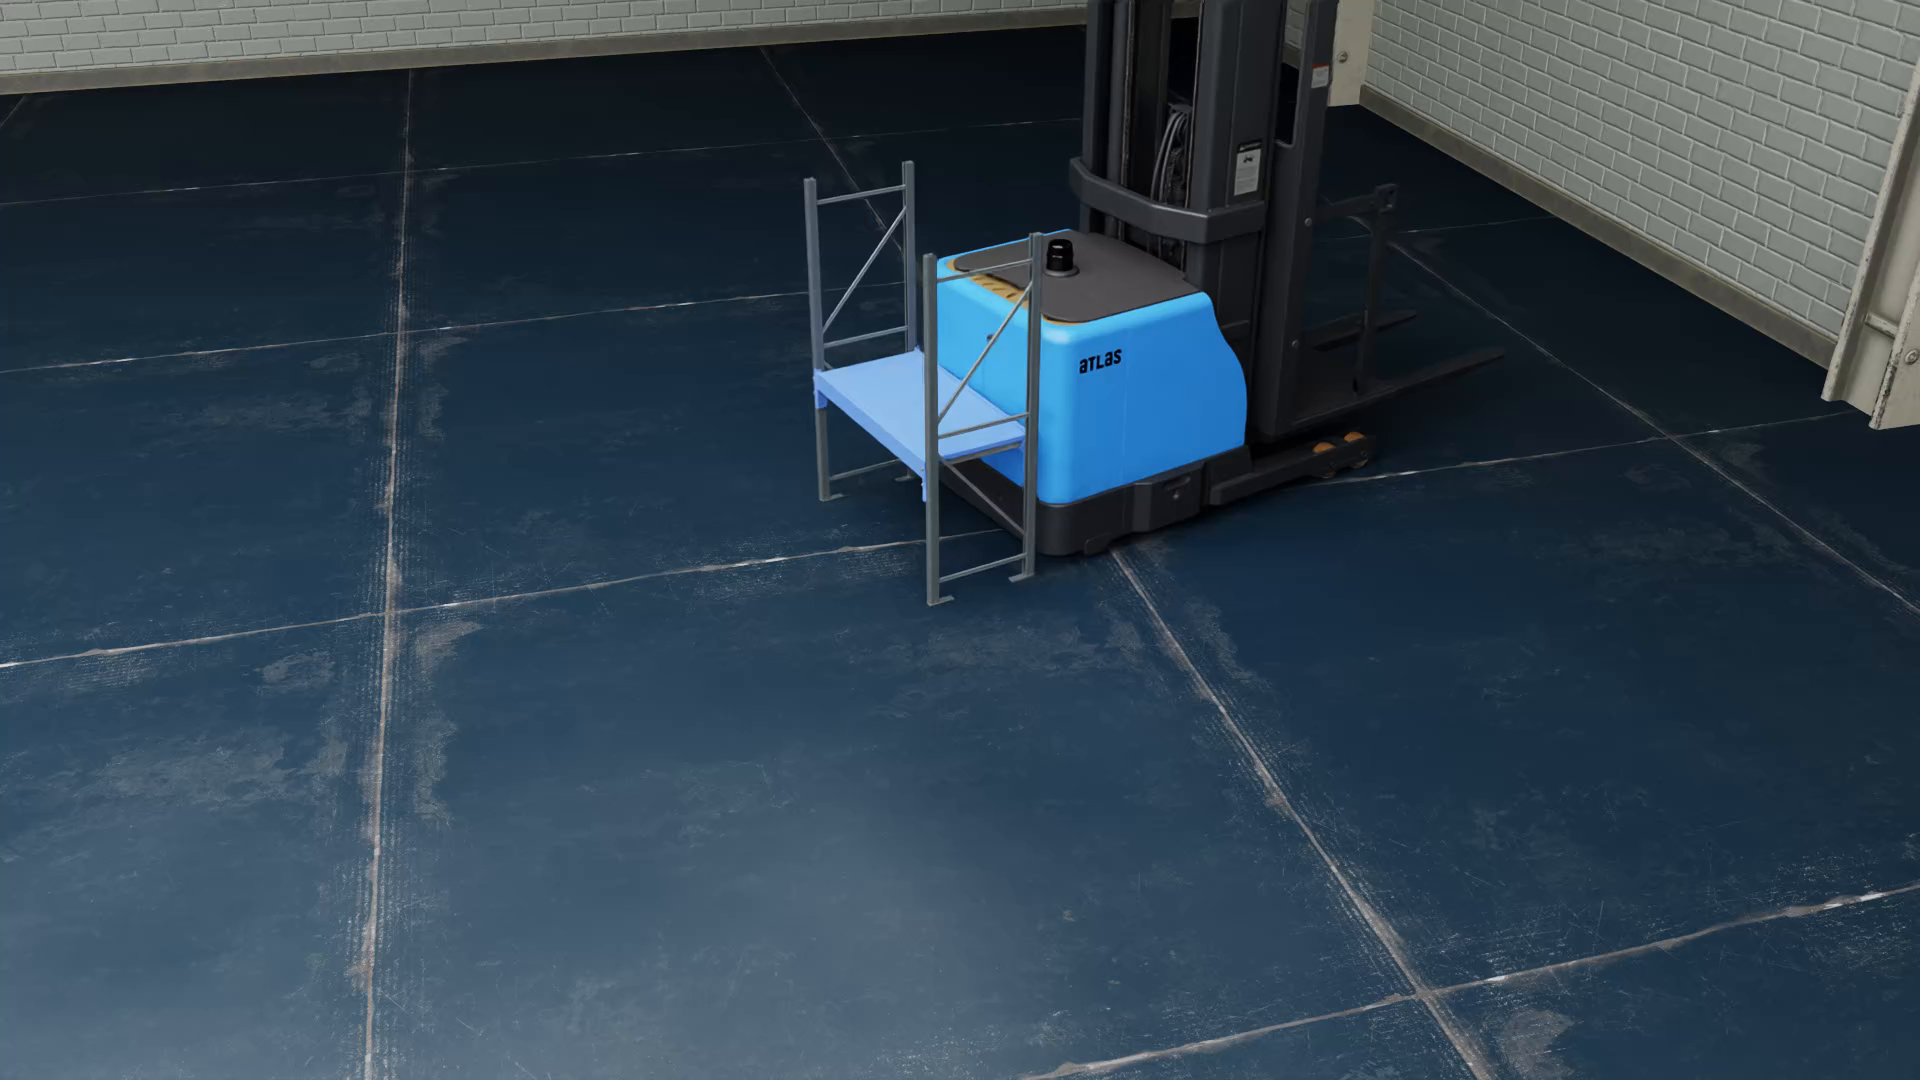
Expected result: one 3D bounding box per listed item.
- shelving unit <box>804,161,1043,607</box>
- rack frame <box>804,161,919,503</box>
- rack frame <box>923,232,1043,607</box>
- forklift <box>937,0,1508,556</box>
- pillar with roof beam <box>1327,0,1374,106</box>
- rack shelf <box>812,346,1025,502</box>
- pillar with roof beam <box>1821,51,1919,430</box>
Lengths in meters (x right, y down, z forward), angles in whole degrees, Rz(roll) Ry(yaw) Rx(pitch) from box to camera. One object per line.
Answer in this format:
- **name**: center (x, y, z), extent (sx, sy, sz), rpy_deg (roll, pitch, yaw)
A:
- **shelving unit**: center (-0.164, -0.664, 6.900), extent (0.538, 1.500, 1.048), rpy_deg (-16, 34, -25)
- **rack frame**: center (-0.416, -0.885, 7.282), extent (0.500, 1.500, 0.032), rpy_deg (-16, 34, -25)
- **rack frame**: center (0.089, -0.443, 6.519), extent (0.500, 1.500, 0.032), rpy_deg (-16, 34, -25)
- **forklift**: center (1.349, -1.757, 7.359), extent (3.031, 2.935, 1.130), rpy_deg (-18, 35, -29)
- **pillar with roof beam**: center (-1.138, -6.878, 10.150), extent (9.100, 9.000, 0.400), rpy_deg (-8, 31, -13)
- **rack shelf**: center (-0.164, -0.509, 6.991), extent (0.538, 0.185, 1.000), rpy_deg (-16, 34, -25)
- **pillar with roof beam**: center (0.454, -3.980, 5.144), extent (9.100, 9.000, 0.400), rpy_deg (-8, 31, -13)
